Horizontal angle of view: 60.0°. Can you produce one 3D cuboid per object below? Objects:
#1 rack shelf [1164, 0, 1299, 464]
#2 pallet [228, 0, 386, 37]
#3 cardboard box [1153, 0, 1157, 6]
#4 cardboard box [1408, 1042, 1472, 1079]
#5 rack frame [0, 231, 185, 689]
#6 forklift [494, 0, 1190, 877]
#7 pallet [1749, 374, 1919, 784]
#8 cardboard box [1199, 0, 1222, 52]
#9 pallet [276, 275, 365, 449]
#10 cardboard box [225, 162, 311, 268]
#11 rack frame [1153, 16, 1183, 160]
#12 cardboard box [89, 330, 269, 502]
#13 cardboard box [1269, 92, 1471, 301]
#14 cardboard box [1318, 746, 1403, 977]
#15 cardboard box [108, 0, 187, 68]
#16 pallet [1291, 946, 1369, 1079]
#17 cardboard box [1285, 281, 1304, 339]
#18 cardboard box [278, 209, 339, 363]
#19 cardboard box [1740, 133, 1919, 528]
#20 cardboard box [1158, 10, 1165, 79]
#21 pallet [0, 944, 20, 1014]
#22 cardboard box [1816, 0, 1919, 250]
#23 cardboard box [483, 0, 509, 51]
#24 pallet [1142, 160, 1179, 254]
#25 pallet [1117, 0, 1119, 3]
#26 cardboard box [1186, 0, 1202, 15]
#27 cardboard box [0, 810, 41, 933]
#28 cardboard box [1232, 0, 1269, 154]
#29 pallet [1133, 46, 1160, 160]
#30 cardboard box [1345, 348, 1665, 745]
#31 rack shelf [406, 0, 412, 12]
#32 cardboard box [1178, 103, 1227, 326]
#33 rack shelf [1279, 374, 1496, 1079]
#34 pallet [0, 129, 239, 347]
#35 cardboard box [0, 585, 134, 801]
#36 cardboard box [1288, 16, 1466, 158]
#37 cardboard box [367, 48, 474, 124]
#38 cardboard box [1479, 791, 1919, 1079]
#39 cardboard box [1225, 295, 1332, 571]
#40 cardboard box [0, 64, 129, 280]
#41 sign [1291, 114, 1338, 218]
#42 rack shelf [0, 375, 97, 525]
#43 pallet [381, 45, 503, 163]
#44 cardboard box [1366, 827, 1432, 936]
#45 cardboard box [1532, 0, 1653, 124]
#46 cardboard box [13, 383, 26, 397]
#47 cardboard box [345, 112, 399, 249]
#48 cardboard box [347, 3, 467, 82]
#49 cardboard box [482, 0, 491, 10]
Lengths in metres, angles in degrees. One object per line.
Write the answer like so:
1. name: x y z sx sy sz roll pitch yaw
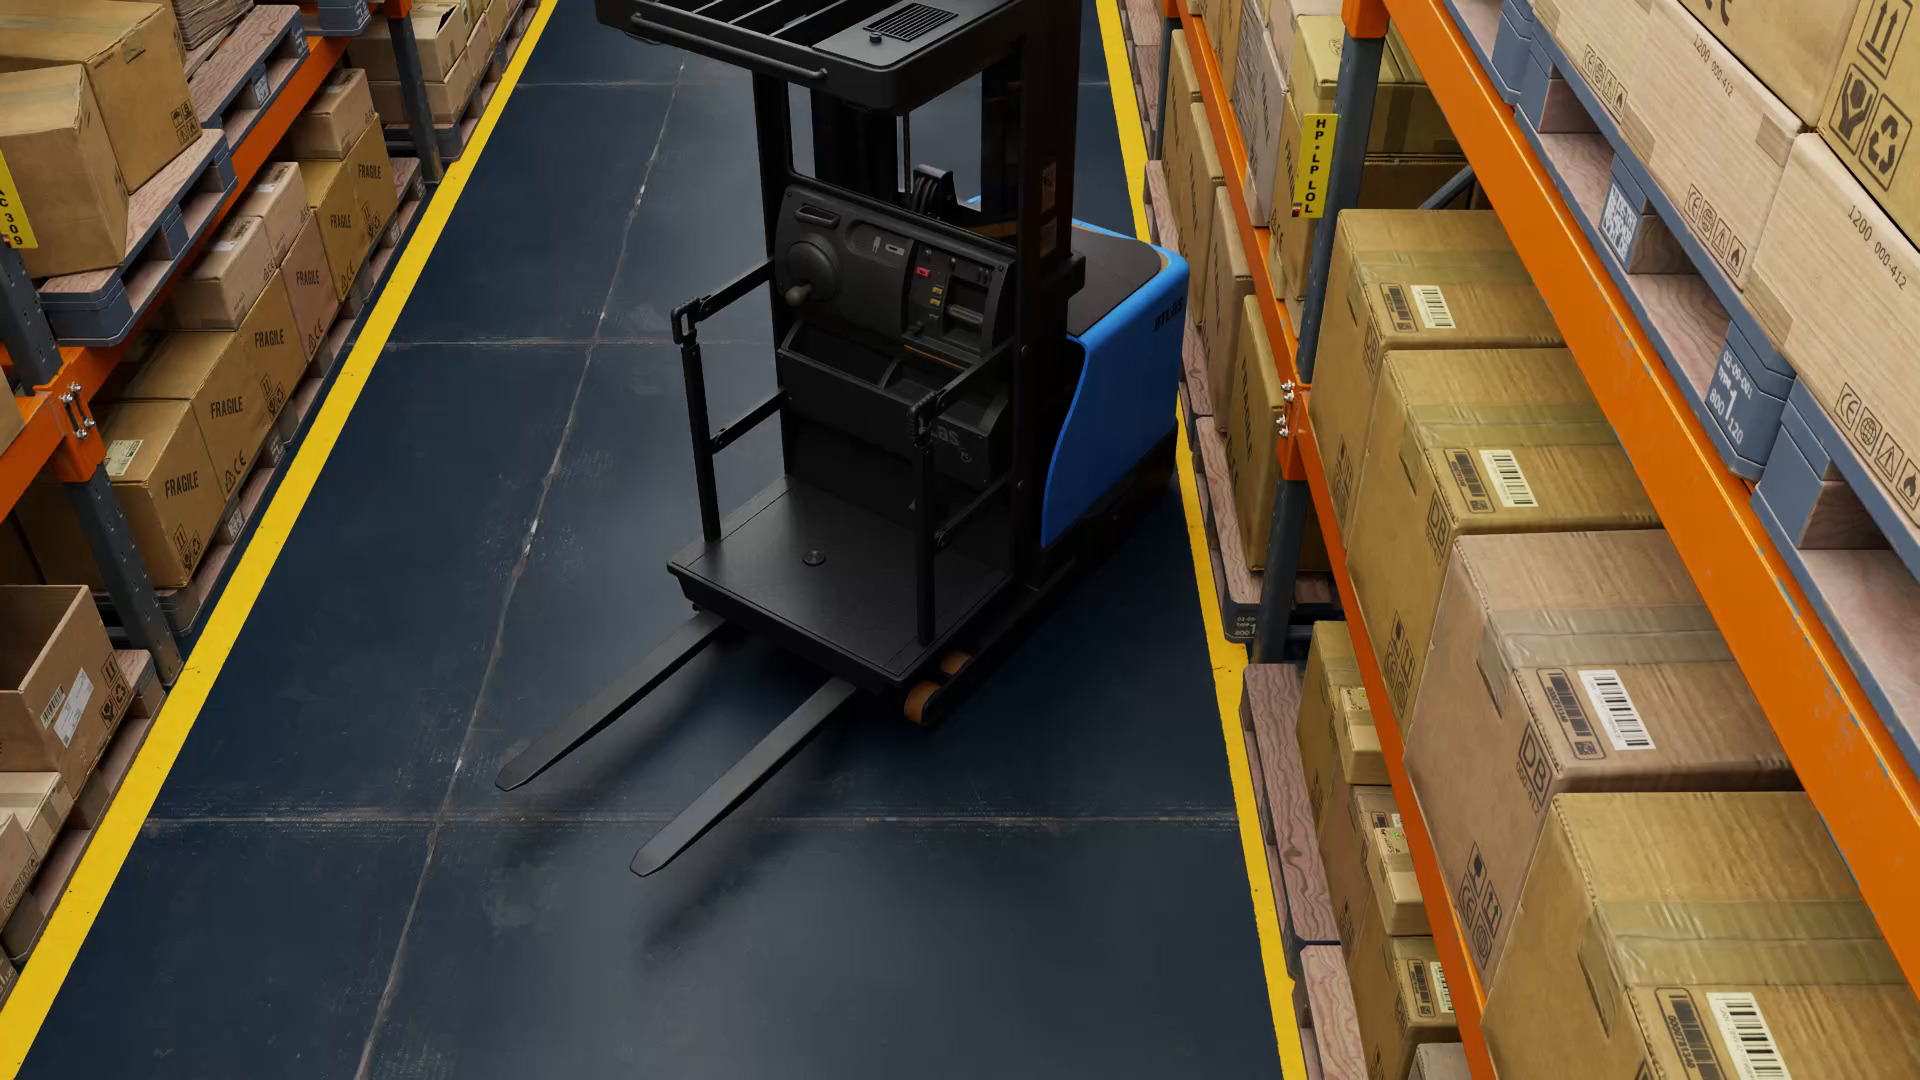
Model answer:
1. rack shelf: 1.575 -1.643 6.976 1.077 0.370 4.000 0 39 0
2. pallet: -3.310 -2.669 7.836 1.213 0.211 1.003 0 39 0
3. cardboard box: 1.597 -3.769 10.702 0.700 0.500 0.500 0 39 0
4. cardboard box: 1.480 1.575 4.049 0.700 0.500 0.500 -1 39 -2
5. rack frame: -3.376 -0.667 5.183 1.000 3.000 0.127 0 39 0
6. forklift: -0.364 -0.826 5.437 1.130 2.935 3.031 24 45 27
7. pallet: 1.571 0.229 1.738 1.003 0.211 1.213 0 39 0
8. cardboard box: 1.309 -2.395 7.006 0.500 0.500 0.500 0 39 0
9. pallet: -3.419 -0.852 7.644 1.003 0.211 1.213 0 39 0
10. cardboard box: -3.135 -1.397 7.142 0.500 0.250 0.500 -1 39 -1
11. rack frame: 1.573 -3.174 8.312 1.000 3.000 0.127 0 39 0
12. cardboard box: -3.145 -0.499 6.621 0.500 0.500 0.500 0 39 1
13. cardboard box: 1.325 -1.124 5.420 0.500 0.500 0.500 -1 39 -1
14. cardboard box: 1.473 0.921 4.865 0.700 0.500 0.500 0 39 -1
15. cardboard box: -3.440 -1.974 6.399 0.700 0.500 0.500 -9 40 -11
16. pallet: 1.505 1.656 4.515 1.003 0.211 1.213 0 39 0
17. cardboard box: 1.294 -0.794 5.526 0.380 0.149 0.250 0 39 0
18. cardboard box: -3.138 -1.128 7.406 0.500 0.500 0.500 -1 39 -2
19. cardboard box: 1.314 -0.269 1.993 0.500 0.250 0.500 -1 39 -2
20. cardboard box: 1.520 -2.820 9.518 0.700 0.500 0.500 0 39 1
21. pallet: -3.372 1.616 4.565 1.003 0.211 1.213 0 39 0
22. cardboard box: 1.319 -0.549 1.742 0.500 0.500 0.500 1 39 1
23. cardboard box: -3.096 -3.226 10.240 0.500 0.250 0.500 -1 39 -1
24. pallet: 1.499 -1.593 8.569 1.003 0.211 1.213 0 39 0
25. pallet: 1.571 -4.100 11.698 1.003 0.211 1.213 0 39 0
26. cardboard box: 1.249 -2.554 7.723 0.380 0.149 0.250 1 39 1
27. cardboard box: -3.091 1.036 4.857 0.500 0.311 0.500 0 39 0
28. cardboard box: 1.323 -1.757 6.210 0.500 0.500 0.500 0 39 0
29. pallet: 1.574 -2.574 9.794 1.003 0.211 1.213 0 39 0
30. cardboard box: 1.557 0.006 4.104 0.980 0.700 0.700 -1 39 -1
31. rack shelf: -3.383 -4.138 10.090 1.077 0.370 4.000 0 39 0
32. cardboard box: 1.437 -1.491 7.595 0.750 0.750 0.750 0 39 0
33. rack shelf: 1.580 0.859 3.855 1.077 0.370 4.000 0 39 0
34. pallet: -3.268 -1.092 5.867 1.003 0.211 1.213 0 39 0
35. cardboard box: -3.092 0.493 5.383 0.500 0.500 0.500 0 39 0
36. cardboard box: 1.321 -1.420 5.190 0.500 0.250 0.500 1 39 1
37. cardboard box: -3.087 -2.587 9.442 0.500 0.250 0.500 0 39 0
38. cardboard box: 1.560 0.938 2.941 0.980 0.700 0.700 0 39 0
39. cardboard box: 1.447 -0.404 6.239 0.750 0.750 0.750 0 39 0
40. cardboard box: -3.153 -1.166 5.391 0.700 0.500 0.500 -13 40 -15
41. sign: 1.035 -1.087 4.845 0.100 0.325 0.005 0 39 0
42. rack shelf: -3.374 0.865 3.848 1.077 0.370 4.000 0 39 0
43. pallet: -3.343 -2.595 9.819 1.003 0.211 1.213 0 39 0
44. cardboard box: 1.295 0.894 4.380 0.380 0.149 0.250 -1 39 -1
45. cardboard box: 1.309 -0.916 2.799 0.500 0.250 0.500 -1 39 -1
46. cardboard box: -3.655 -0.480 6.598 0.500 0.500 0.500 0 39 0
47. cardboard box: -3.145 -1.780 8.219 0.500 0.500 0.500 1 39 2
48. cardboard box: -3.087 -2.806 9.267 0.500 0.311 0.500 1 39 1
49. cardboard box: -3.095 -3.453 10.075 0.500 0.311 0.500 -1 39 -1
